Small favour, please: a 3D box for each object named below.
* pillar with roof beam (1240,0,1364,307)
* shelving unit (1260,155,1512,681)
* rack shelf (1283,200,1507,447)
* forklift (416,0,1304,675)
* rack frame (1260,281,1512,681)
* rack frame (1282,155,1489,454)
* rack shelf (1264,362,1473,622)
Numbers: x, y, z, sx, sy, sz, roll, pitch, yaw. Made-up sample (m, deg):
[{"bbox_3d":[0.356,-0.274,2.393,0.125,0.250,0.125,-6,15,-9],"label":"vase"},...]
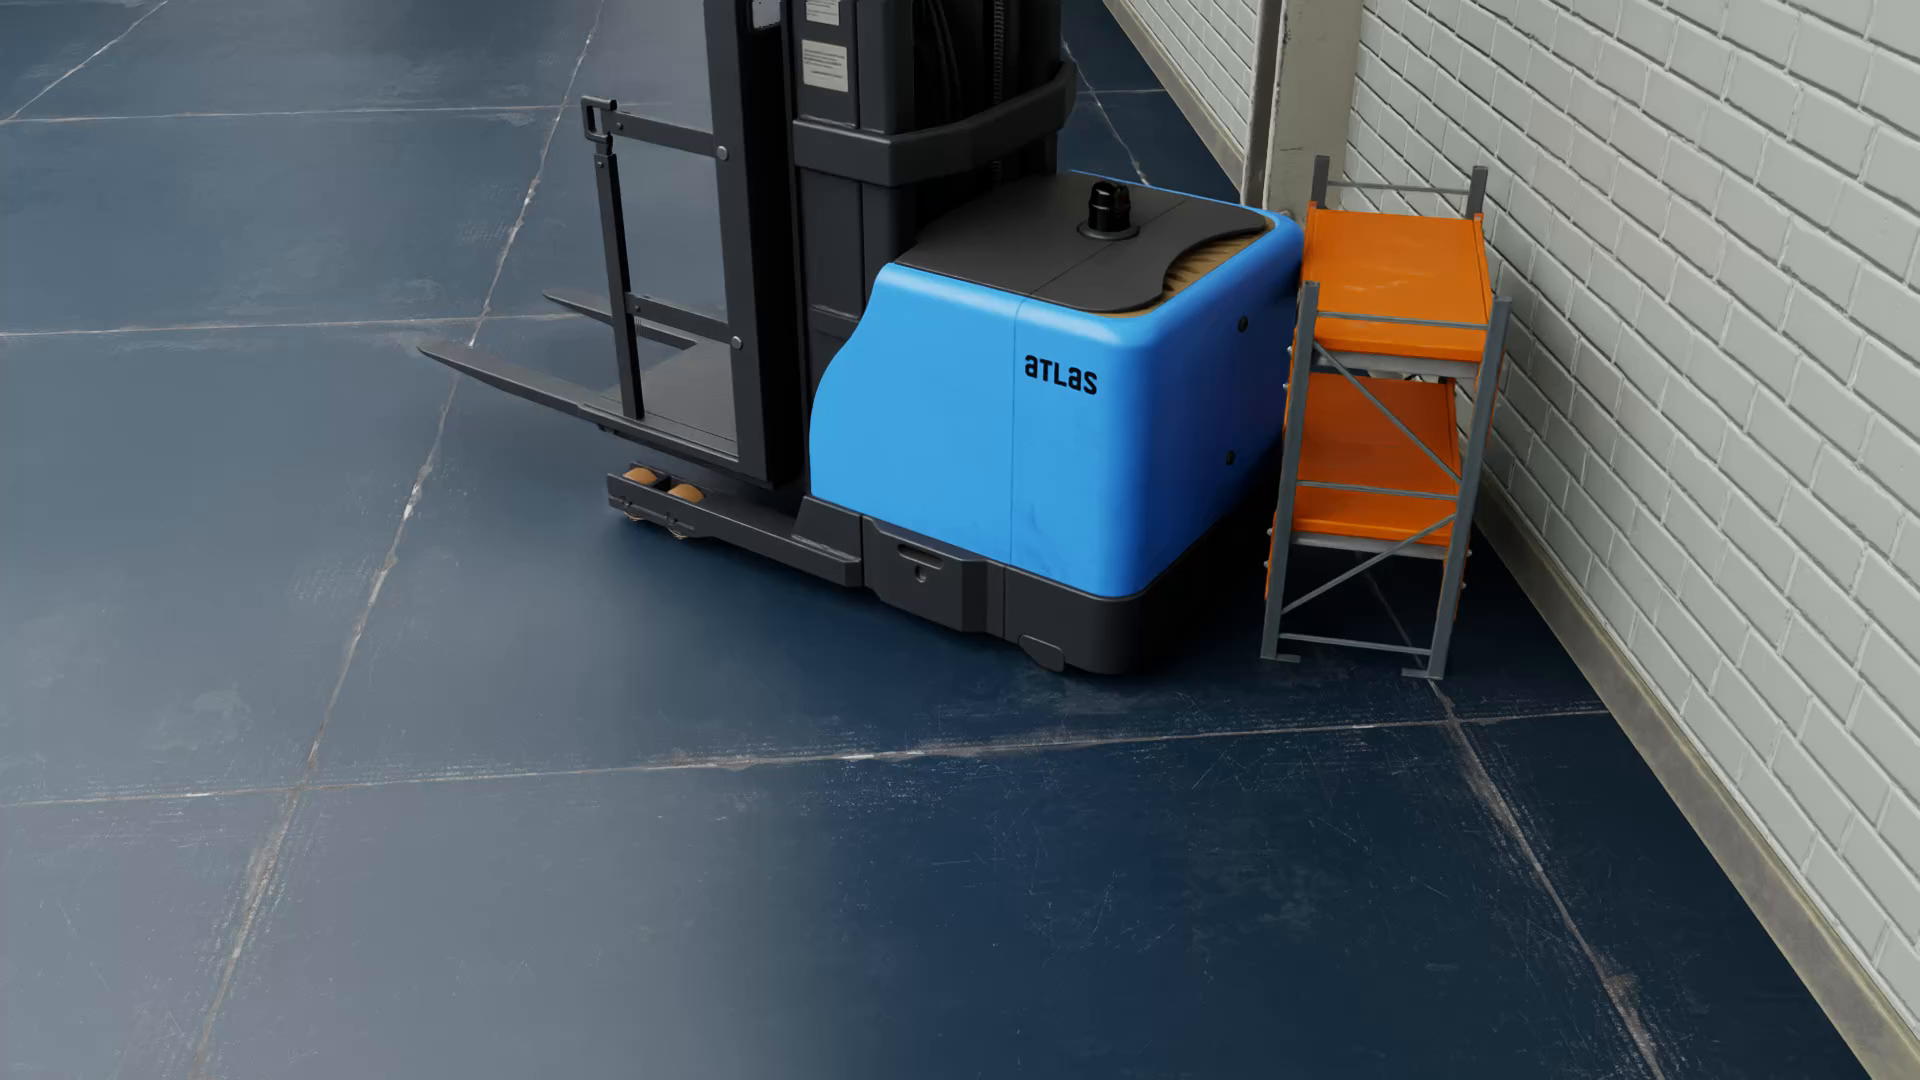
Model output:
[{"bbox_3d":[-2.933,-4.720,4.377,9.100,9.000,0.400,-3,31,-5],"label":"pillar with roof beam"},{"bbox_3d":[1.201,-0.383,4.794,0.538,1.125,1.048,6,31,10],"label":"shelving unit"},{"bbox_3d":[1.201,-0.634,4.644,0.538,0.278,1.000,6,31,10],"label":"rack shelf"},{"bbox_3d":[-0.520,-1.469,4.851,3.031,2.935,1.130,19,36,29],"label":"forklift"},{"bbox_3d":[1.094,-0.128,4.367,0.500,1.125,0.032,6,31,10],"label":"rack frame"},{"bbox_3d":[1.309,-0.638,5.221,0.500,1.125,0.032,6,31,10],"label":"rack frame"},{"bbox_3d":[1.201,-0.173,4.919,0.538,0.278,1.000,6,31,10],"label":"rack shelf"}]
